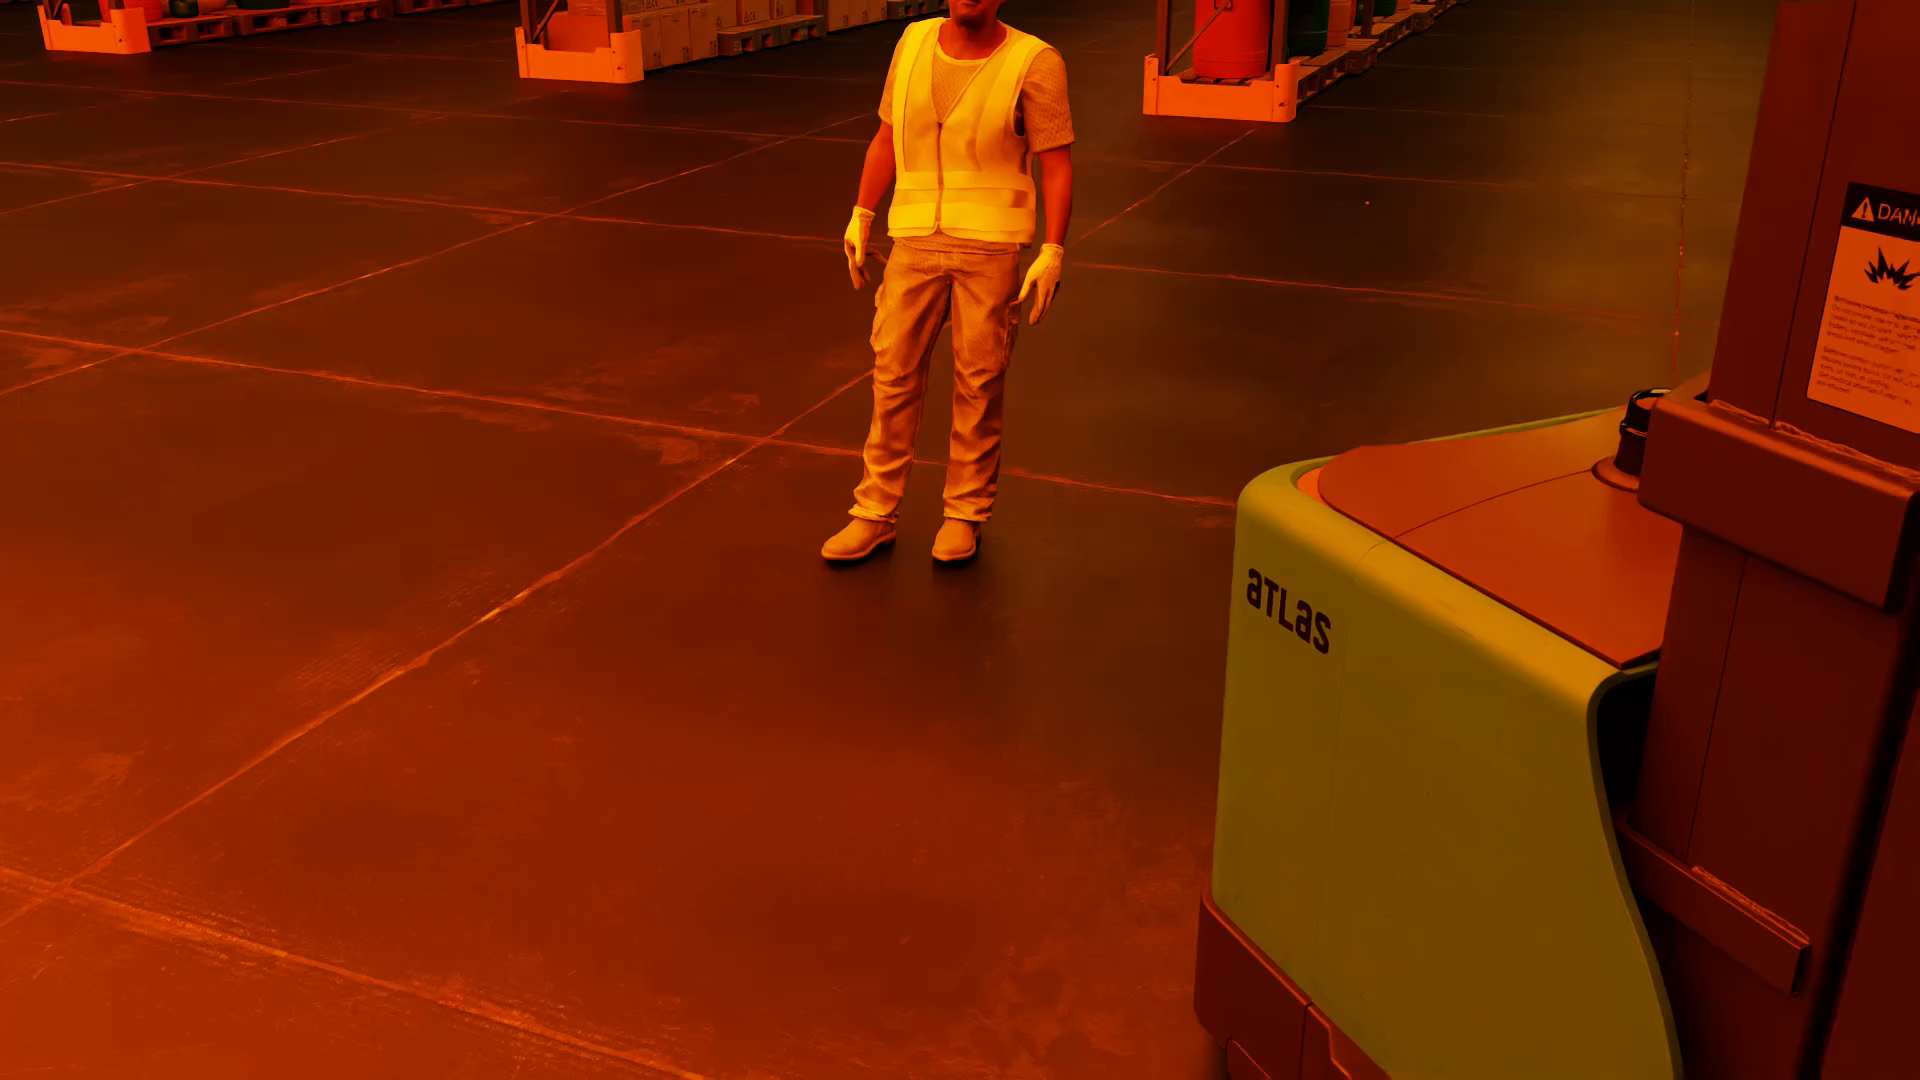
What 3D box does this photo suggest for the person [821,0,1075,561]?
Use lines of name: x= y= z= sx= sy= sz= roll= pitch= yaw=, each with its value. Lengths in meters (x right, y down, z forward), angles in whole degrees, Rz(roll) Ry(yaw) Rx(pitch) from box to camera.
person: x=-0.036 y=-0.805 z=4.688 sx=0.656 sy=1.782 sz=0.577 roll=9 pitch=24 yaw=21

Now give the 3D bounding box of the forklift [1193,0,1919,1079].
forklift: x=1.485 y=-0.032 z=1.370 sx=1.130 sy=2.935 sz=3.031 roll=-10 pitch=25 yaw=-23
